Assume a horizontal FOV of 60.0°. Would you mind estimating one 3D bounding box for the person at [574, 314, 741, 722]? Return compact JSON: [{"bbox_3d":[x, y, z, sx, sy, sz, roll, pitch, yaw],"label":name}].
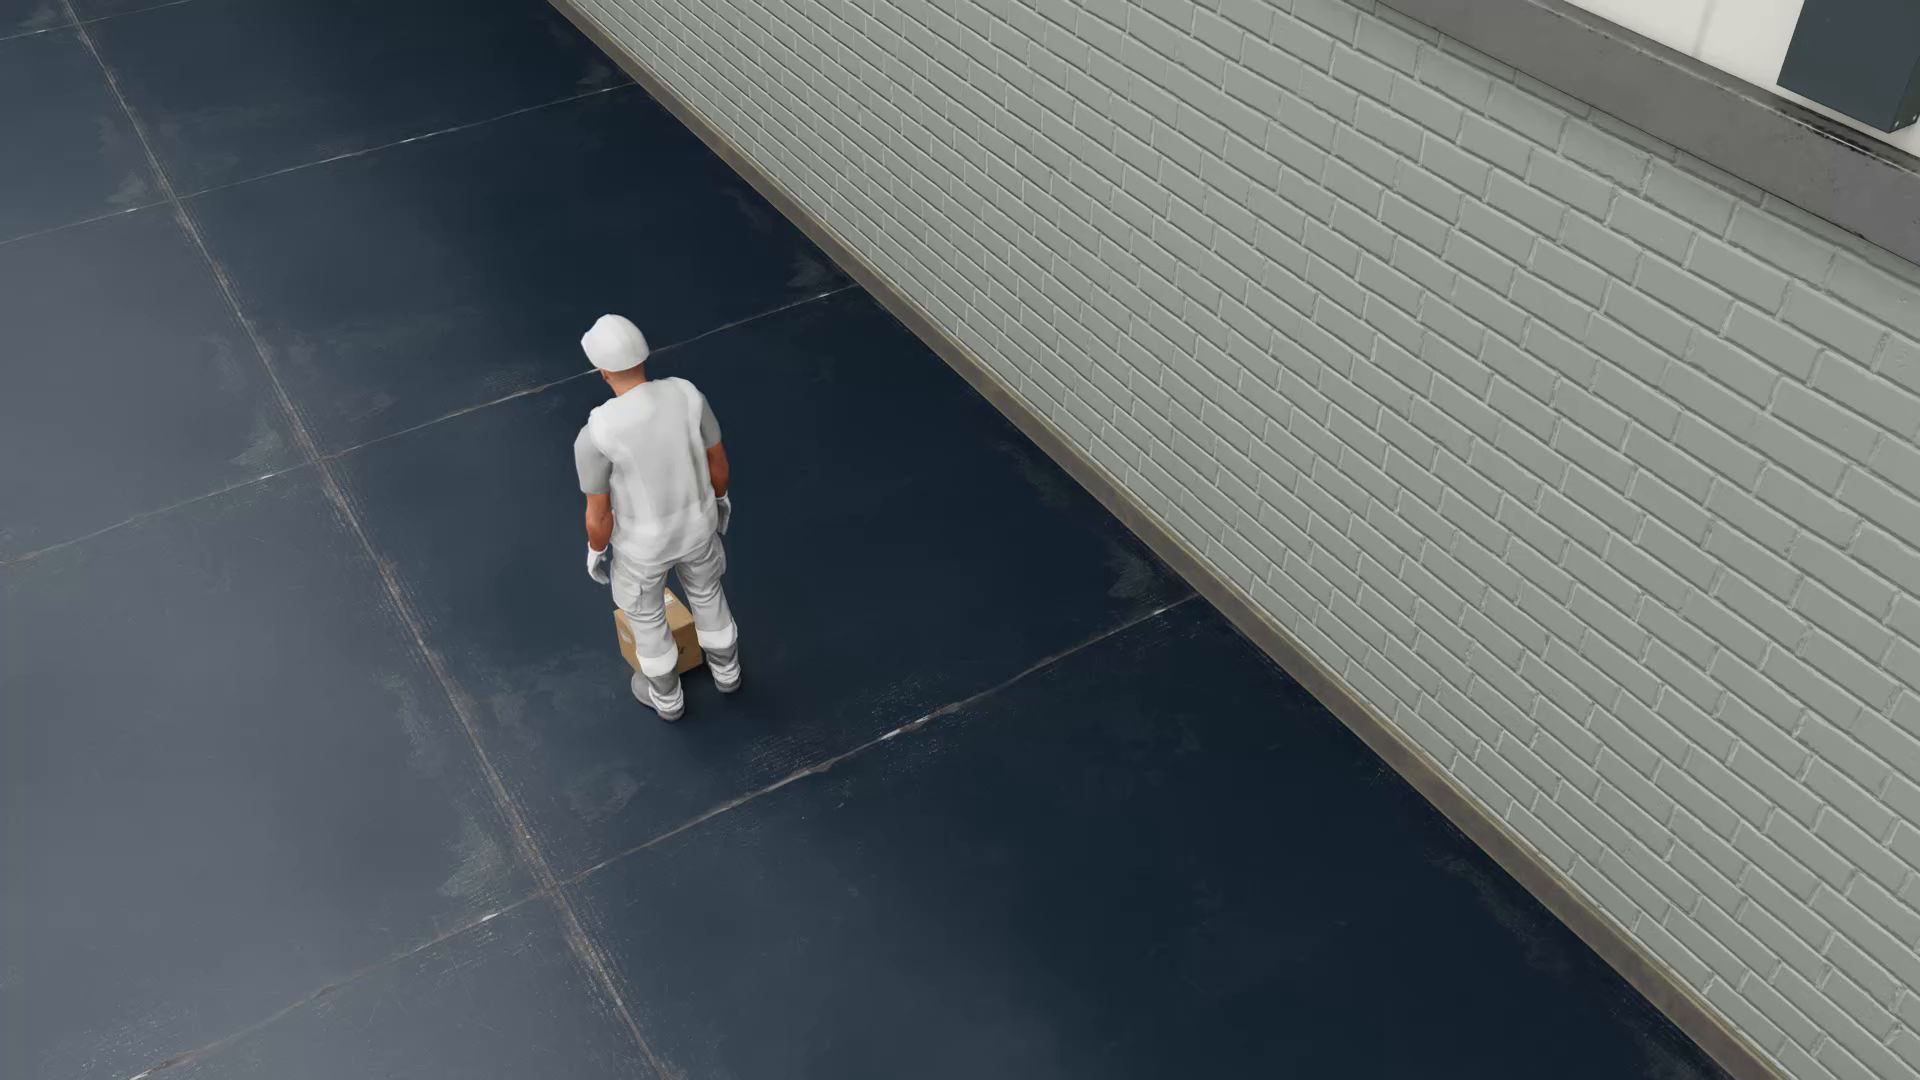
[{"bbox_3d":[-1.125,-0.053,6.209,0.609,1.777,0.453,-25,46,-26],"label":"person"}]
